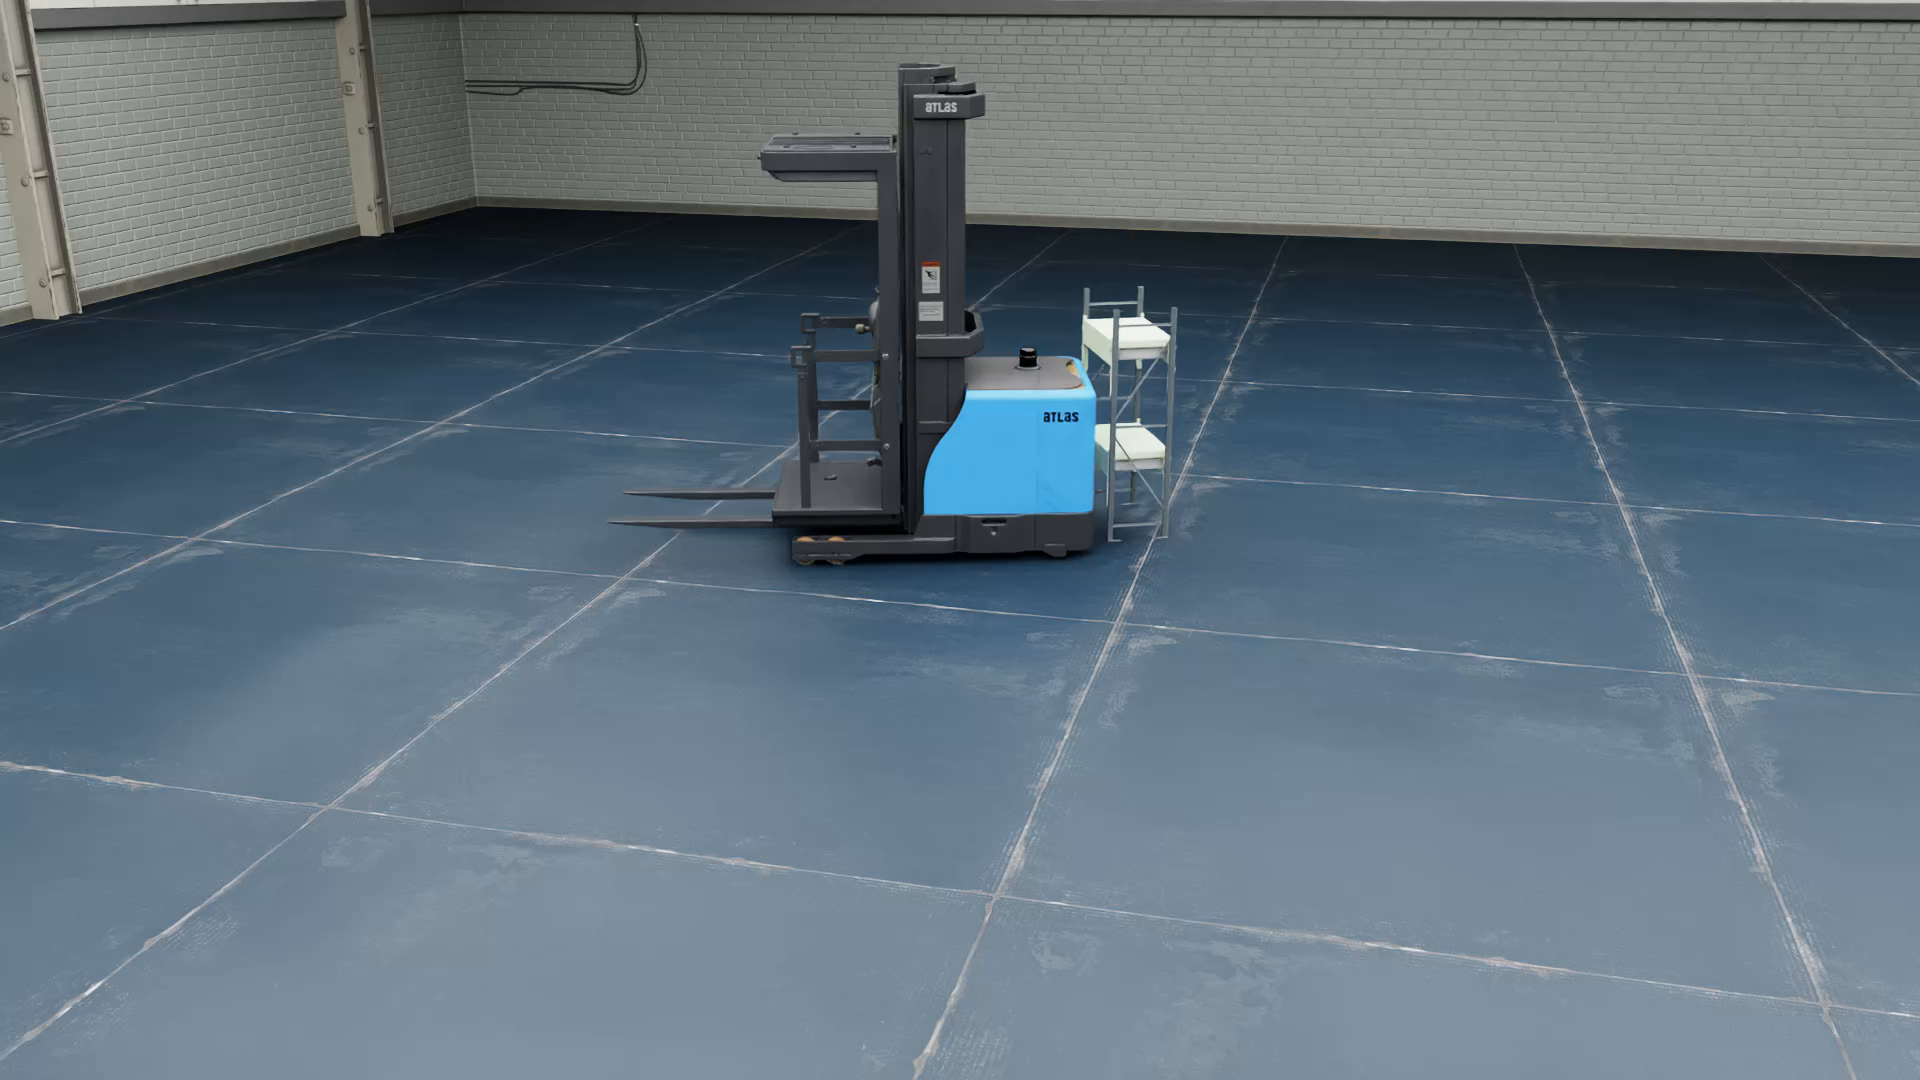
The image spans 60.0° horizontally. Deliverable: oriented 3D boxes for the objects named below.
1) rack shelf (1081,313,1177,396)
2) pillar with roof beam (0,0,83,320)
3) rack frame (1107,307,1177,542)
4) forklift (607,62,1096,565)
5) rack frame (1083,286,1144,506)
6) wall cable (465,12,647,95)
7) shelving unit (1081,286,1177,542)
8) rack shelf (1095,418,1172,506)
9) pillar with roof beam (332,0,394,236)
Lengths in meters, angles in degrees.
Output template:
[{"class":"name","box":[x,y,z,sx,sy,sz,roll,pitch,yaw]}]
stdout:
[{"class":"rack shelf","box":[1.073,-1.196,10.660,0.431,0.370,0.720,-3,19,-10]},{"class":"pillar with roof beam","box":[-5.425,-6.307,15.230,9.100,9.000,0.400,5,19,13]},{"class":"rack frame","box":[1.138,-0.710,10.446,0.400,1.500,0.023,-3,19,-10]},{"class":"forklift","box":[-0.689,-1.409,10.279,3.031,2.935,1.130,-1,19,-2]},{"class":"rack frame","box":[1.007,-0.943,11.127,0.400,1.500,0.023,-3,19,-10]},{"class":"wall cable","box":[-6.131,-7.877,24.630,3.097,2.526,0.112,5,19,13]},{"class":"shelving unit","box":[1.073,-0.826,10.786,0.431,1.500,0.755,-3,19,-10]},{"class":"rack shelf","box":[1.073,-0.518,10.892,0.431,0.370,0.720,-3,19,-10]},{"class":"pillar with roof beam","box":[-3.959,-8.187,20.735,9.100,9.000,0.400,5,19,13]}]
